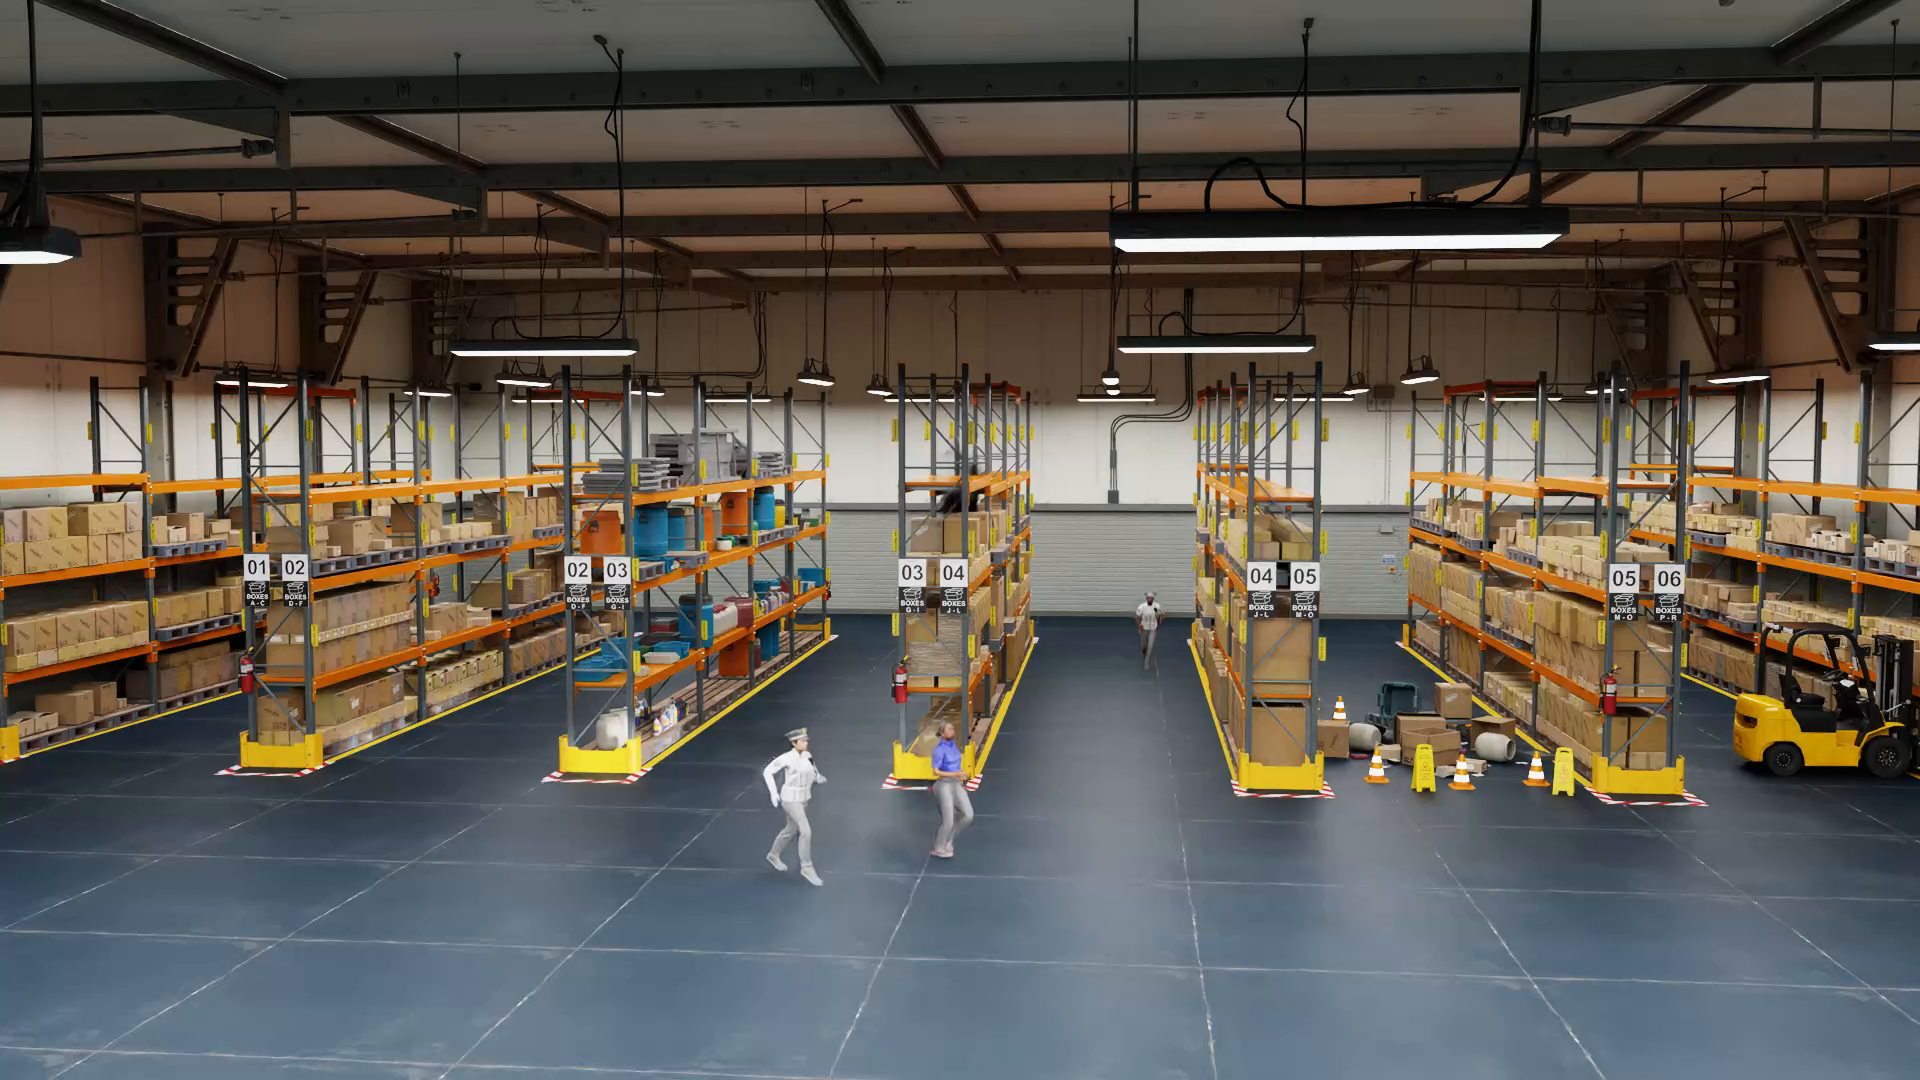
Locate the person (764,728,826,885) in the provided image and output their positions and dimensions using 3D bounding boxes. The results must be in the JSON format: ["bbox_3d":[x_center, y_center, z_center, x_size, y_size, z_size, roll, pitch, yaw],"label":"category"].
[{"bbox_3d":[-1.847,2.953,18.629,0.832,1.739,0.580,2,4,30],"label":"person"}]

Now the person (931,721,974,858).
[{"bbox_3d":[-0.080,2.931,19.522,0.580,1.624,0.562,2,4,33],"label":"person"}]

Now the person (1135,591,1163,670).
[{"bbox_3d":[4.042,1.908,35.502,0.599,1.673,0.696,0,4,1],"label":"person"}]
